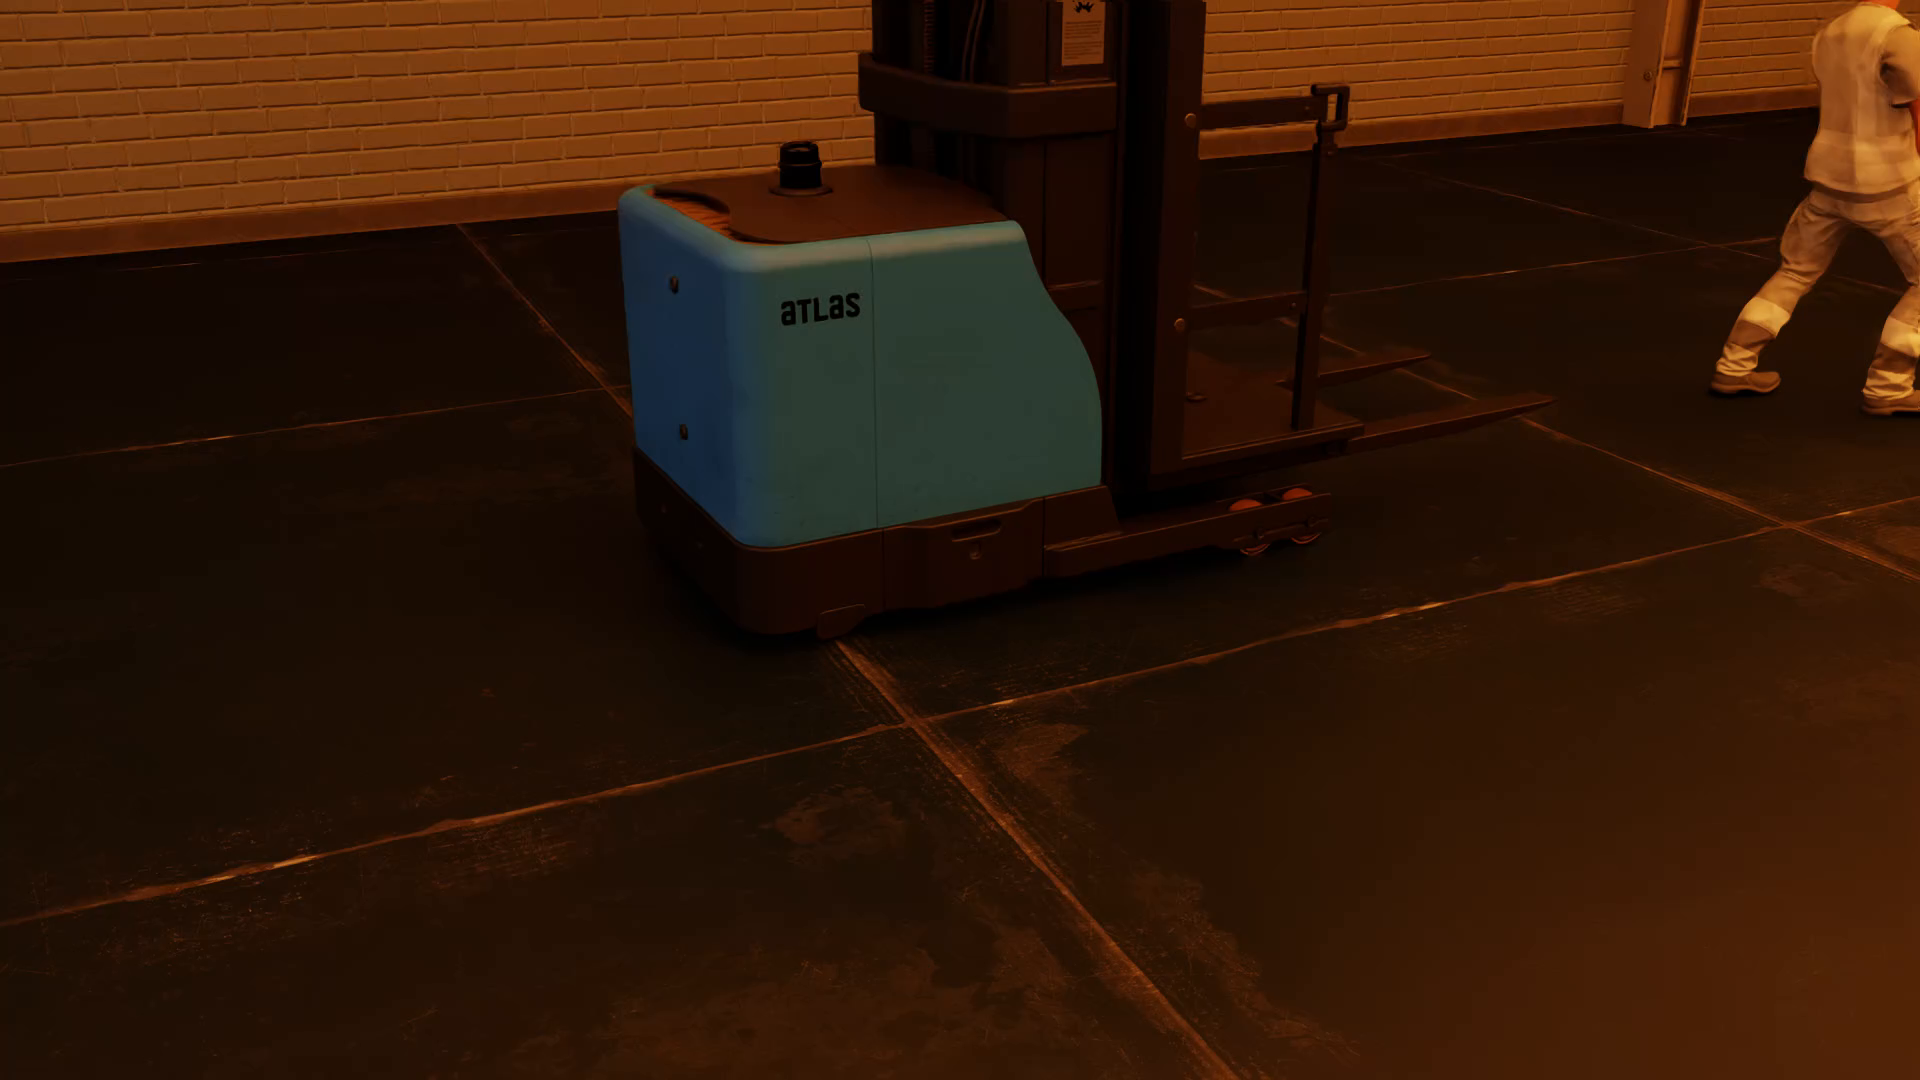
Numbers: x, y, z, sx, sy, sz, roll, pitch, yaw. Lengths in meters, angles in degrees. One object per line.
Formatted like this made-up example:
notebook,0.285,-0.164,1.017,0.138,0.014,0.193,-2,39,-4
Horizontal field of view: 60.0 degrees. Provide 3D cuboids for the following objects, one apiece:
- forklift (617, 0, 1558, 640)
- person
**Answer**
forklift,0.556,-1.474,4.835,3.031,2.935,1.130,-11,25,-26
person,3.378,-1.304,6.040,0.815,1.706,0.722,-7,24,-17
